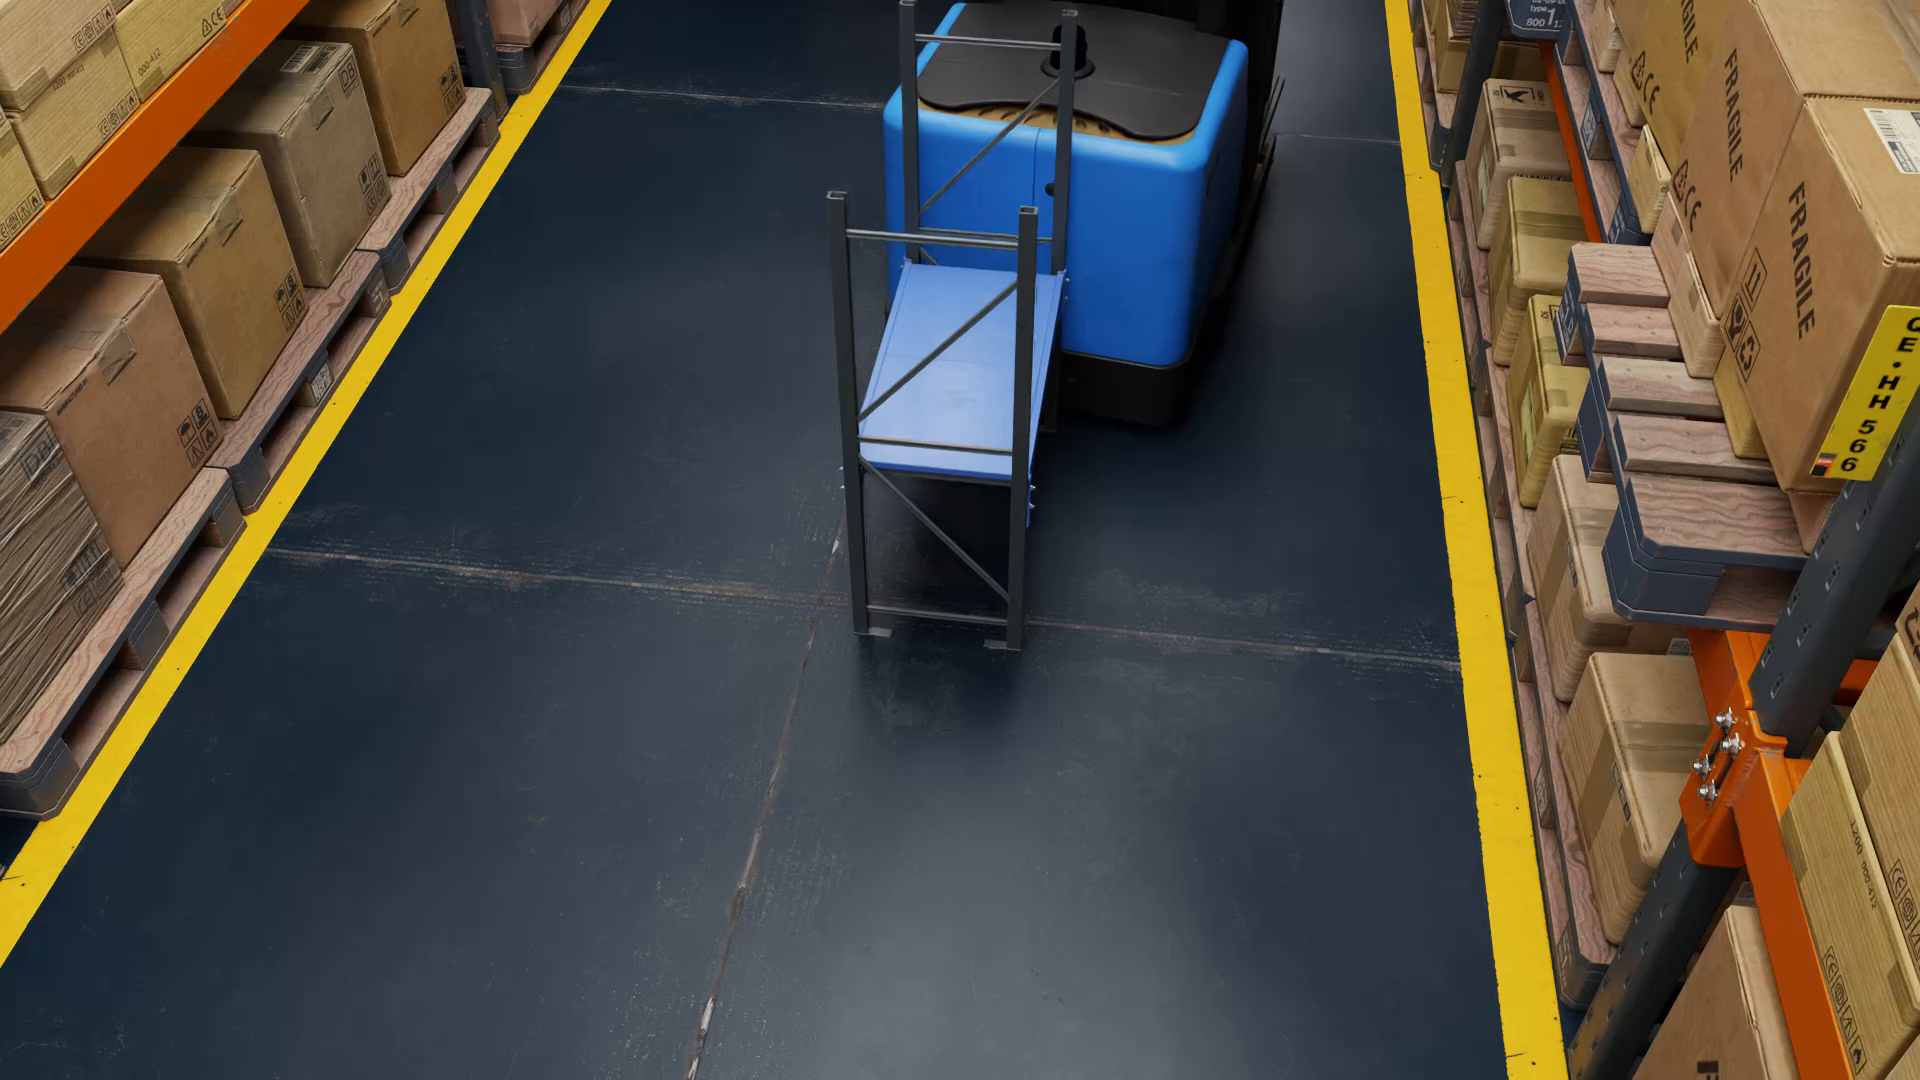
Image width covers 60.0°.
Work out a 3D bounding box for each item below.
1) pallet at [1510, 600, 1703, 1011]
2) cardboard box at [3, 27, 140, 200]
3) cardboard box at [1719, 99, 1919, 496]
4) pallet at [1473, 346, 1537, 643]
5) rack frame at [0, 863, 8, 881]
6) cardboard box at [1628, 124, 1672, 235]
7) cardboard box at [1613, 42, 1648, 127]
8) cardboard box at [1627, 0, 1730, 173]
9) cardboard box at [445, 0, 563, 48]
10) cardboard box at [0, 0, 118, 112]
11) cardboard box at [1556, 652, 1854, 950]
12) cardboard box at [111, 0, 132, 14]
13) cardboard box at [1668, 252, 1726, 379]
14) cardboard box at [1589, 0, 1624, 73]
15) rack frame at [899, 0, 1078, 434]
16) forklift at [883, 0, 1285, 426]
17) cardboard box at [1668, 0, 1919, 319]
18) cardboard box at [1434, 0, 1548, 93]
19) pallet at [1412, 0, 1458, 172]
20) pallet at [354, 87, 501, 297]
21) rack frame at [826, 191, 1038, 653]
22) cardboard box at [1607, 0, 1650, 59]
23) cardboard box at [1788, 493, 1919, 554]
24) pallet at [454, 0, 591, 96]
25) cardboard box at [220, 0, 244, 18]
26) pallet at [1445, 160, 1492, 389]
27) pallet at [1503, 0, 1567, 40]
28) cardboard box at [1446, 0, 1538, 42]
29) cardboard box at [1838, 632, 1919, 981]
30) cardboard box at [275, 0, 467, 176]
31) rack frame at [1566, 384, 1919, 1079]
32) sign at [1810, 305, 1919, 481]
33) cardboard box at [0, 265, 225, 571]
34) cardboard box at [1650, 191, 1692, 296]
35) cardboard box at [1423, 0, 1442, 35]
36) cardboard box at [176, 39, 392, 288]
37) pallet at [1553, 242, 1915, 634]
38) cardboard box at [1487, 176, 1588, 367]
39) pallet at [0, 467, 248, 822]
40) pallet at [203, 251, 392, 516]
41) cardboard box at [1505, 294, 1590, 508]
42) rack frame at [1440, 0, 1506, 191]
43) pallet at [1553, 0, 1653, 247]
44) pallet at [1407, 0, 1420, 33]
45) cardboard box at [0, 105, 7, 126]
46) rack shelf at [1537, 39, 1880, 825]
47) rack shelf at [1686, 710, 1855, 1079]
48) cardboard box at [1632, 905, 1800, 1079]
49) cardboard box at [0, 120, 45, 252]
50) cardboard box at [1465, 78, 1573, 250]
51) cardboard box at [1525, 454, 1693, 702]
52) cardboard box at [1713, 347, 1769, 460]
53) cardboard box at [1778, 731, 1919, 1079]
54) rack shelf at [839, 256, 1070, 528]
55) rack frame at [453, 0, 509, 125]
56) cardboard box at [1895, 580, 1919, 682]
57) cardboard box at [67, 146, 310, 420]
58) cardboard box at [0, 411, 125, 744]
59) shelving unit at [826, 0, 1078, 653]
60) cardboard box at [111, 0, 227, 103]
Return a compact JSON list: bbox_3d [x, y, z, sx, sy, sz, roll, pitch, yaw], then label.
[{"bbox_3d":[2.036,0.698,4.359,1.003,0.211,1.213,5,44,6],"label":"pallet"},{"bbox_3d":[-2.556,-1.150,4.392,0.500,0.250,0.500,4,44,4],"label":"cardboard box"},{"bbox_3d":[1.716,-0.414,2.911,0.500,0.500,0.500,4,44,4],"label":"cardboard box"},{"bbox_3d":[2.200,-0.131,5.234,1.003,0.211,1.213,5,44,6],"label":"pallet"},{"bbox_3d":[-2.989,-0.230,3.312,1.000,3.000,0.127,5,44,6],"label":"rack frame"},{"bbox_3d":[1.758,-0.812,3.804,0.380,0.149,0.250,6,44,6],"label":"cardboard box"},{"bbox_3d":[1.868,-1.151,4.161,0.380,0.149,0.250,4,44,4],"label":"cardboard box"},{"bbox_3d":[1.839,-1.111,3.647,0.500,0.500,0.500,3,43,3],"label":"cardboard box"},{"bbox_3d":[-2.068,-2.410,7.308,0.500,0.250,0.500,6,44,6],"label":"cardboard box"},{"bbox_3d":[-2.534,-1.334,4.222,0.500,0.250,0.500,4,44,4],"label":"cardboard box"},{"bbox_3d":[2.016,0.636,4.003,0.950,0.372,0.625,3,43,3],"label":"cardboard box"},{"bbox_3d":[-2.491,-1.684,4.593,0.500,0.250,0.500,6,44,6],"label":"cardboard box"},{"bbox_3d":[1.694,-0.453,3.424,0.380,0.149,0.250,5,44,5],"label":"cardboard box"},{"bbox_3d":[1.874,-1.335,4.356,0.380,0.149,0.250,7,44,7],"label":"cardboard box"},{"bbox_3d":[0.079,-0.940,5.152,0.500,1.500,0.032,6,44,6],"label":"rack frame"},{"bbox_3d":[0.657,-2.476,5.733,1.130,2.935,3.031,12,45,12],"label":"forklift"},{"bbox_3d":[1.773,-0.767,3.284,0.500,0.500,0.500,5,44,5],"label":"cardboard box"},{"bbox_3d":[2.272,-2.089,6.969,0.500,0.250,0.500,7,44,7],"label":"cardboard box"},{"bbox_3d":[2.514,-1.956,7.162,1.003,0.211,1.213,5,44,6],"label":"pallet"},{"bbox_3d":[-2.519,-1.438,6.615,1.003,0.211,1.213,5,44,6],"label":"pallet"},{"bbox_3d":[-0.066,-0.248,4.421,0.500,1.500,0.032,6,44,6],"label":"rack frame"},{"bbox_3d":[1.912,-1.483,4.040,0.500,0.500,0.500,4,44,4],"label":"cardboard box"},{"bbox_3d":[1.741,-0.088,3.038,0.380,0.149,0.250,7,44,7],"label":"cardboard box"},{"bbox_3d":[-2.314,-2.482,7.718,1.003,0.211,1.213,5,44,6],"label":"pallet"},{"bbox_3d":[-2.425,-1.856,5.137,0.500,0.250,0.500,5,44,6],"label":"cardboard box"},{"bbox_3d":[2.359,-0.964,6.115,1.003,0.211,1.213,5,44,6],"label":"pallet"},{"bbox_3d":[2.215,-1.930,5.247,1.003,0.211,1.213,5,44,6],"label":"pallet"},{"bbox_3d":[2.272,-2.362,6.712,0.500,0.500,0.500,5,44,5],"label":"cardboard box"},{"bbox_3d":[1.620,0.414,2.376,0.500,0.250,0.500,5,44,5],"label":"cardboard box"},{"bbox_3d":[-2.518,-1.890,6.486,0.875,0.625,0.625,7,44,7],"label":"cardboard box"},{"bbox_3d":[1.931,0.218,2.838,1.000,3.000,0.127,5,44,6],"label":"rack frame"},{"bbox_3d":[1.392,-0.216,2.512,0.100,0.325,0.005,5,44,6],"label":"sign"},{"bbox_3d":[-2.815,-0.390,4.902,0.875,0.625,0.625,7,44,7],"label":"cardboard box"},{"bbox_3d":[1.735,-0.624,3.604,0.380,0.149,0.250,3,44,4],"label":"cardboard box"},{"bbox_3d":[2.332,-2.453,7.353,0.500,0.250,0.500,4,44,4],"label":"cardboard box"},{"bbox_3d":[-2.628,-1.362,5.928,0.875,0.625,0.625,5,44,5],"label":"cardboard box"},{"bbox_3d":[1.920,-0.207,3.427,1.213,0.211,1.003,5,44,6],"label":"pallet"},{"bbox_3d":[2.302,-0.858,5.580,0.950,0.372,0.625,8,44,8],"label":"cardboard box"},{"bbox_3d":[-2.842,0.225,4.859,1.003,0.211,1.213,5,44,6],"label":"pallet"},{"bbox_3d":[-2.678,-0.604,5.735,1.003,0.211,1.213,5,44,6],"label":"pallet"},{"bbox_3d":[2.211,-0.384,5.080,0.950,0.372,0.625,7,44,7],"label":"cardboard box"},{"bbox_3d":[2.460,-2.508,5.717,1.000,3.000,0.127,5,44,6],"label":"rack frame"},{"bbox_3d":[2.153,-1.065,4.332,1.003,0.211,1.213,5,44,6],"label":"pallet"},{"bbox_3d":[2.673,-2.790,8.043,1.003,0.211,1.213,5,44,6],"label":"pallet"},{"bbox_3d":[-2.621,-0.979,3.847,0.500,0.250,0.500,7,44,7],"label":"cardboard box"},{"bbox_3d":[2.196,-0.883,4.525,1.077,0.370,4.000,5,44,6],"label":"rack shelf"},{"bbox_3d":[1.667,1.843,1.646,1.077,0.370,4.000,5,44,6],"label":"rack shelf"},{"bbox_3d":[1.758,1.301,2.935,0.875,0.875,0.875,5,44,5],"label":"cardboard box"},{"bbox_3d":[-2.617,-0.798,4.021,0.500,0.250,0.500,4,44,5],"label":"cardboard box"},{"bbox_3d":[2.393,-1.348,6.098,0.950,0.372,0.625,6,44,6],"label":"cardboard box"},{"bbox_3d":[2.106,0.132,4.534,0.950,0.372,0.625,4,44,5],"label":"cardboard box"},{"bbox_3d":[1.705,-0.277,3.238,0.380,0.149,0.250,6,44,6],"label":"cardboard box"},{"bbox_3d":[1.617,0.583,2.561,0.500,0.250,0.500,5,44,5],"label":"cardboard box"},{"bbox_3d":[0.007,-0.463,4.910,0.538,0.185,1.000,6,44,6],"label":"rack shelf"},{"bbox_3d":[-2.460,-2.956,6.191,1.000,3.000,0.127,5,44,6],"label":"rack frame"},{"bbox_3d":[1.624,0.133,2.128,0.500,0.500,0.500,4,44,4],"label":"cardboard box"},{"bbox_3d":[-2.726,-0.849,5.387,0.875,0.625,0.625,4,44,4],"label":"cardboard box"},{"bbox_3d":[-2.893,0.056,4.431,0.875,0.625,0.625,7,44,7],"label":"cardboard box"},{"bbox_3d":[0.007,-0.594,4.787,0.538,1.500,1.048,6,44,6],"label":"shelving unit"},{"bbox_3d":[-2.485,-1.503,4.765,0.500,0.250,0.500,7,44,7],"label":"cardboard box"}]
